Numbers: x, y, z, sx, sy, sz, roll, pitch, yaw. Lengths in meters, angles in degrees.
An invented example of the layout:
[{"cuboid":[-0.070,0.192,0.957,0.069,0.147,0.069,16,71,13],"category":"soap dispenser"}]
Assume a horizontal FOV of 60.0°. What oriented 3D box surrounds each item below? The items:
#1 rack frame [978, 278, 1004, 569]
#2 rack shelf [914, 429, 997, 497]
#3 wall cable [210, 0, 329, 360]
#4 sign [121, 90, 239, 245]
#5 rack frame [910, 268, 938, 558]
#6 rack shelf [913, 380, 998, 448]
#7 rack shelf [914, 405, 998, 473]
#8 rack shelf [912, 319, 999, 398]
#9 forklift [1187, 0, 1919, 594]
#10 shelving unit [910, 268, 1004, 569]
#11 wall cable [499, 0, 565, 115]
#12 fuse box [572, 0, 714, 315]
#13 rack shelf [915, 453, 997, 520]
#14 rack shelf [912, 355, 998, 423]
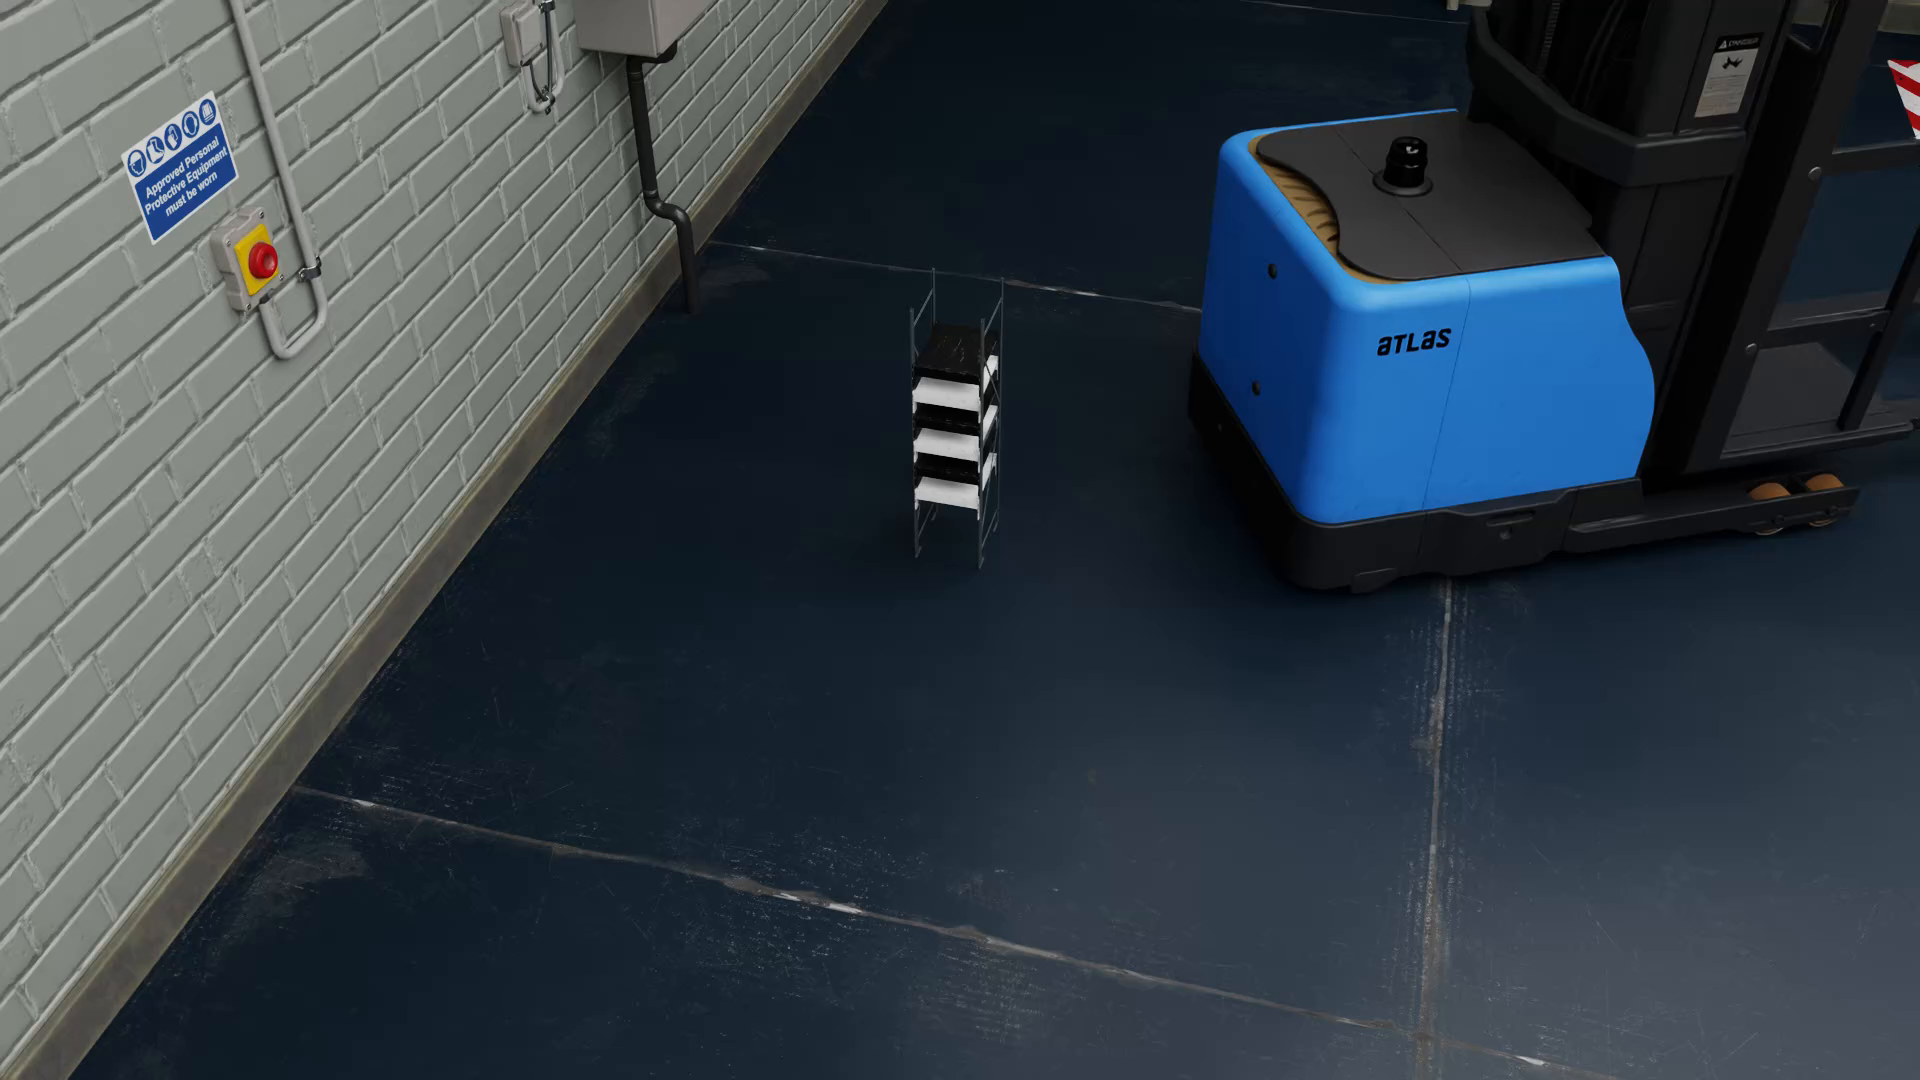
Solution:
[{"cuboid":[0.090,-0.329,4.942,0.006,0.900,0.240,10,41,11],"category":"rack frame"},{"cuboid":[-0.008,-0.252,5.042,0.200,0.077,0.258,10,41,11],"category":"rack shelf"},{"cuboid":[-1.655,-1.147,3.469,0.123,1.953,0.585,10,41,11],"category":"wall cable"},{"cuboid":[-1.727,-0.829,3.695,0.001,0.218,0.327,10,41,11],"category":"sign"},{"cuboid":[-0.106,-0.363,4.982,0.006,0.900,0.240,10,41,11],"category":"rack frame"},{"cuboid":[-0.008,-0.389,4.926,0.200,0.077,0.258,10,41,11],"category":"rack shelf"},{"cuboid":[-0.008,-0.320,4.984,0.200,0.077,0.258,10,41,11],"category":"rack shelf"},{"cuboid":[-0.008,-0.527,4.810,0.200,0.077,0.258,10,41,11],"category":"rack shelf"},{"cuboid":[2.348,-1.460,4.709,3.031,2.935,1.130,-9,41,-10],"category":"forklift"},{"cuboid":[-0.008,-0.346,4.962,0.210,0.900,0.258,10,41,11],"category":"shelving unit"},{"cuboid":[-1.300,-2.018,4.530,0.122,1.984,0.588,10,41,11],"category":"wall cable"},{"cuboid":[-0.971,-1.533,5.745,0.414,1.711,0.539,10,41,11],"category":"fuse box"},{"cuboid":[-0.008,-0.183,5.099,0.200,0.077,0.258,10,41,11],"category":"rack shelf"},{"cuboid":[-0.008,-0.458,4.868,0.200,0.077,0.258,10,41,11],"category":"rack shelf"}]
